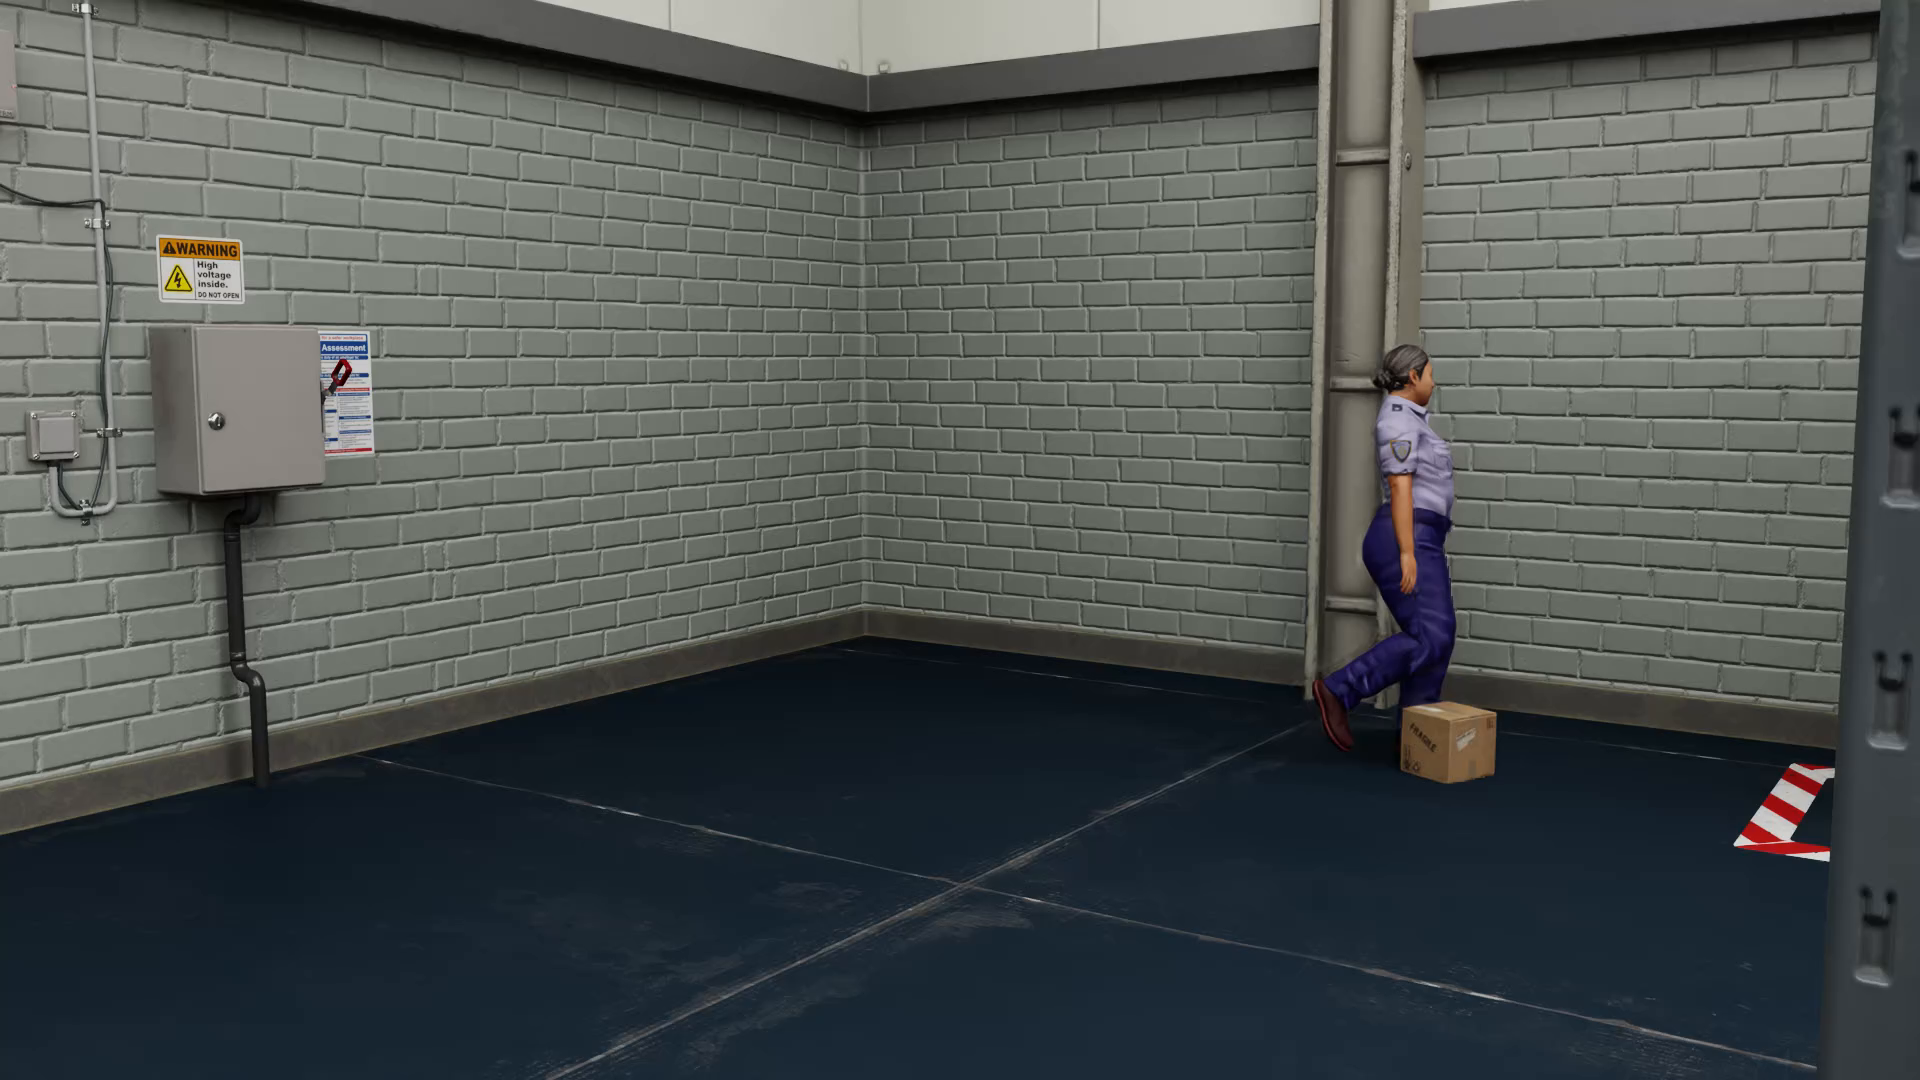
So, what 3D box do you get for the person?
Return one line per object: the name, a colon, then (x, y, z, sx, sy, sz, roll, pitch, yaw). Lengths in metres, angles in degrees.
person: (1.722, 0.048, 6.532, 0.611, 1.625, 0.534, 2, 7, 17)
